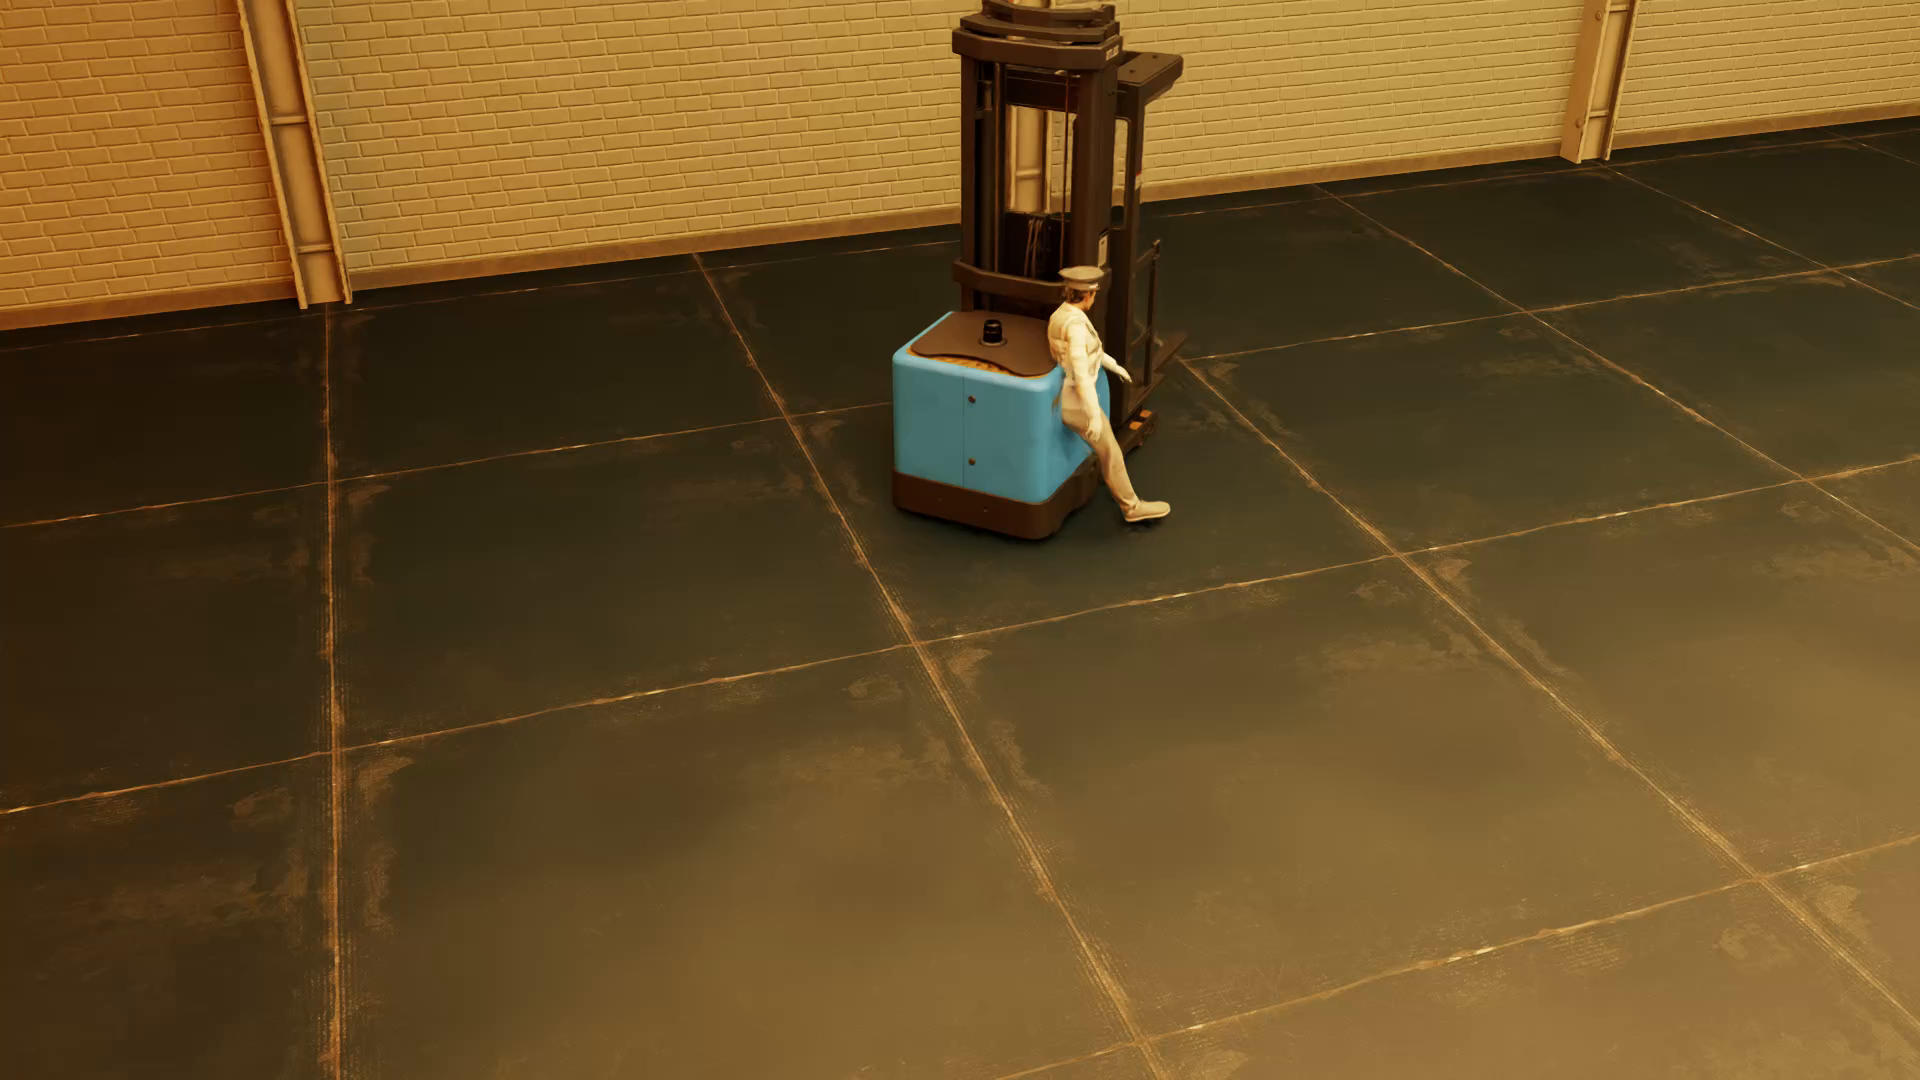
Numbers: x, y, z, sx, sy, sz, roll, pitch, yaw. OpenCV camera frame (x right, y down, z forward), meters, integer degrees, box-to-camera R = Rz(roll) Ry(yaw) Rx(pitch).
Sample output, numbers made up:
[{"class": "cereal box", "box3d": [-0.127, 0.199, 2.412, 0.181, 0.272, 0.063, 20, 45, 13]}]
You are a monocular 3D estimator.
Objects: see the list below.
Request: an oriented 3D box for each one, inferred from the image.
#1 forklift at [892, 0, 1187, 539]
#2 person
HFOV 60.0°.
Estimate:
[{"class": "forklift", "box3d": [0.690, -1.986, 10.538, 1.130, 2.935, 3.031, 14, 33, 23]}, {"class": "person", "box3d": [0.804, -0.856, 9.905, 0.841, 1.575, 0.729, -10, 31, -17]}]
